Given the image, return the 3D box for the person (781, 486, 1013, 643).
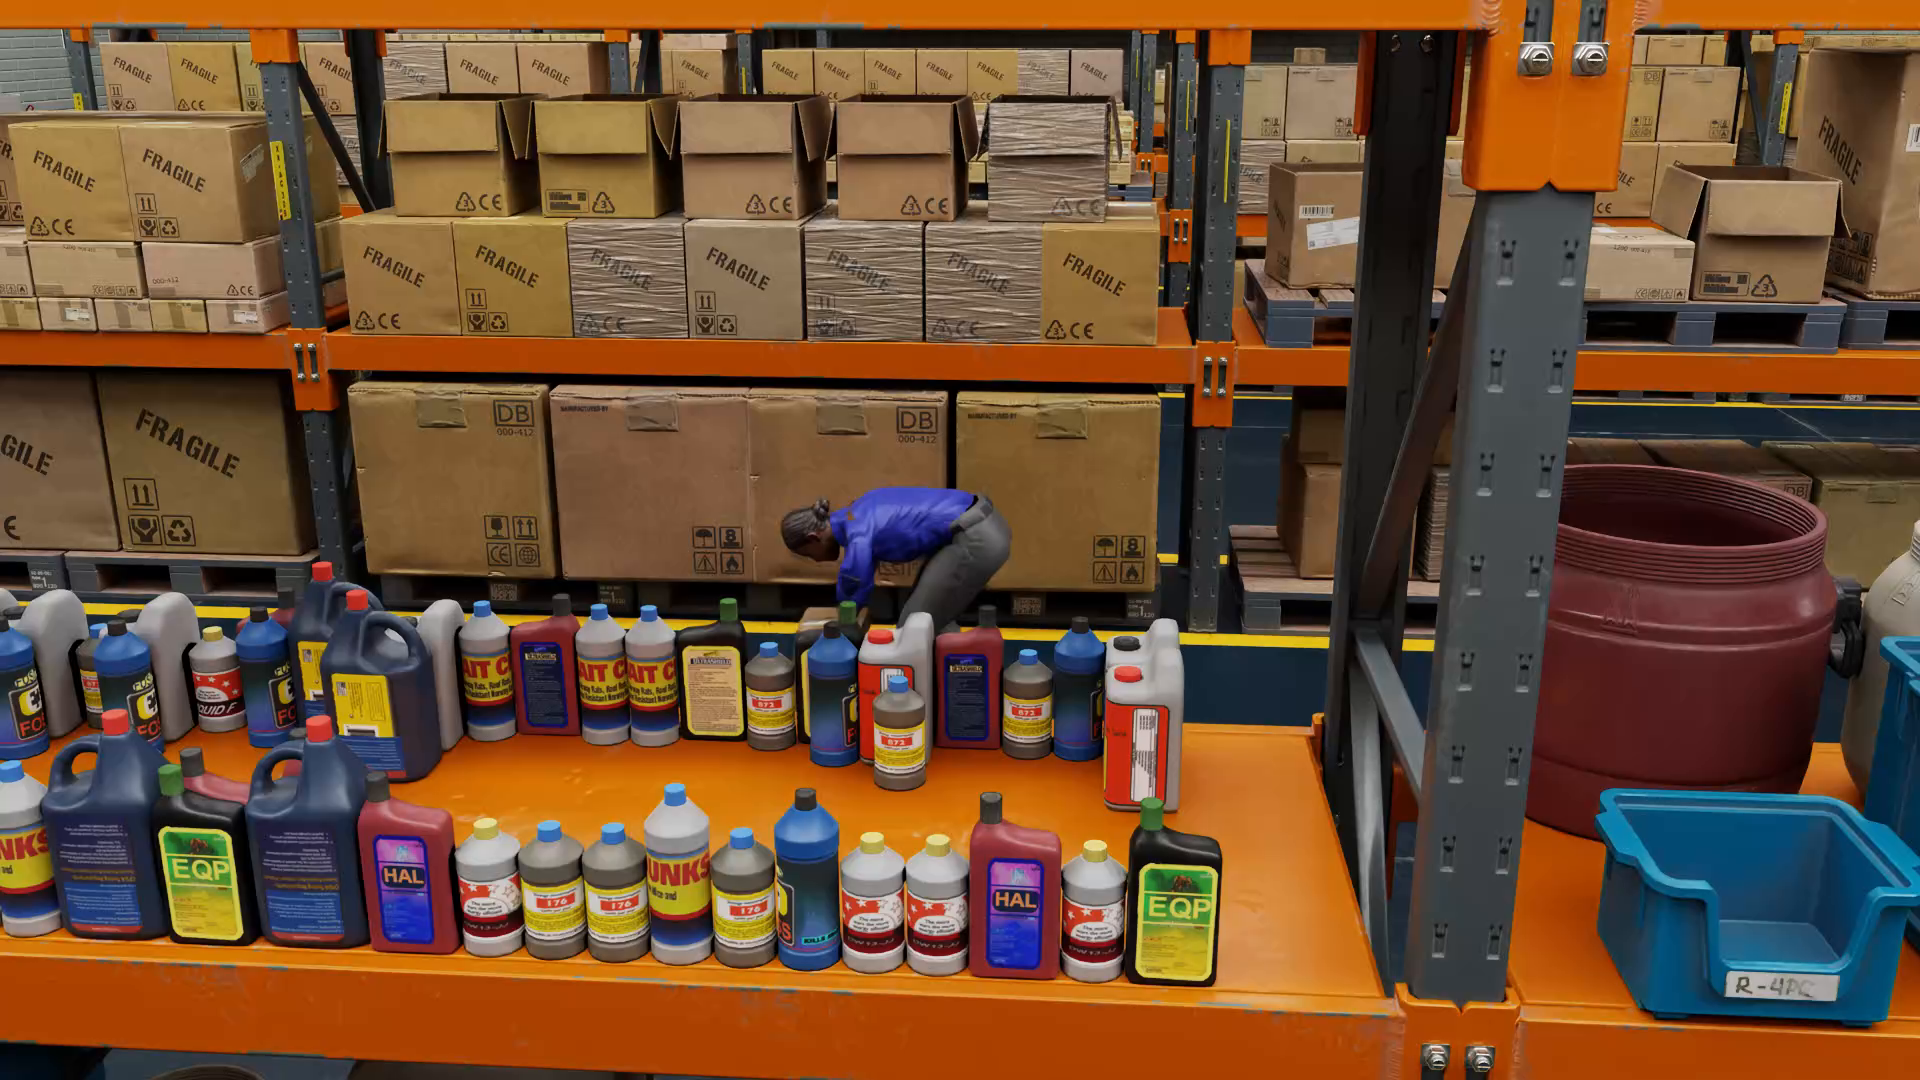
[{"bbox_3d":[-0.242,0.273,6.365,0.877,0.955,0.446,1,18,4],"label":"person"}]
